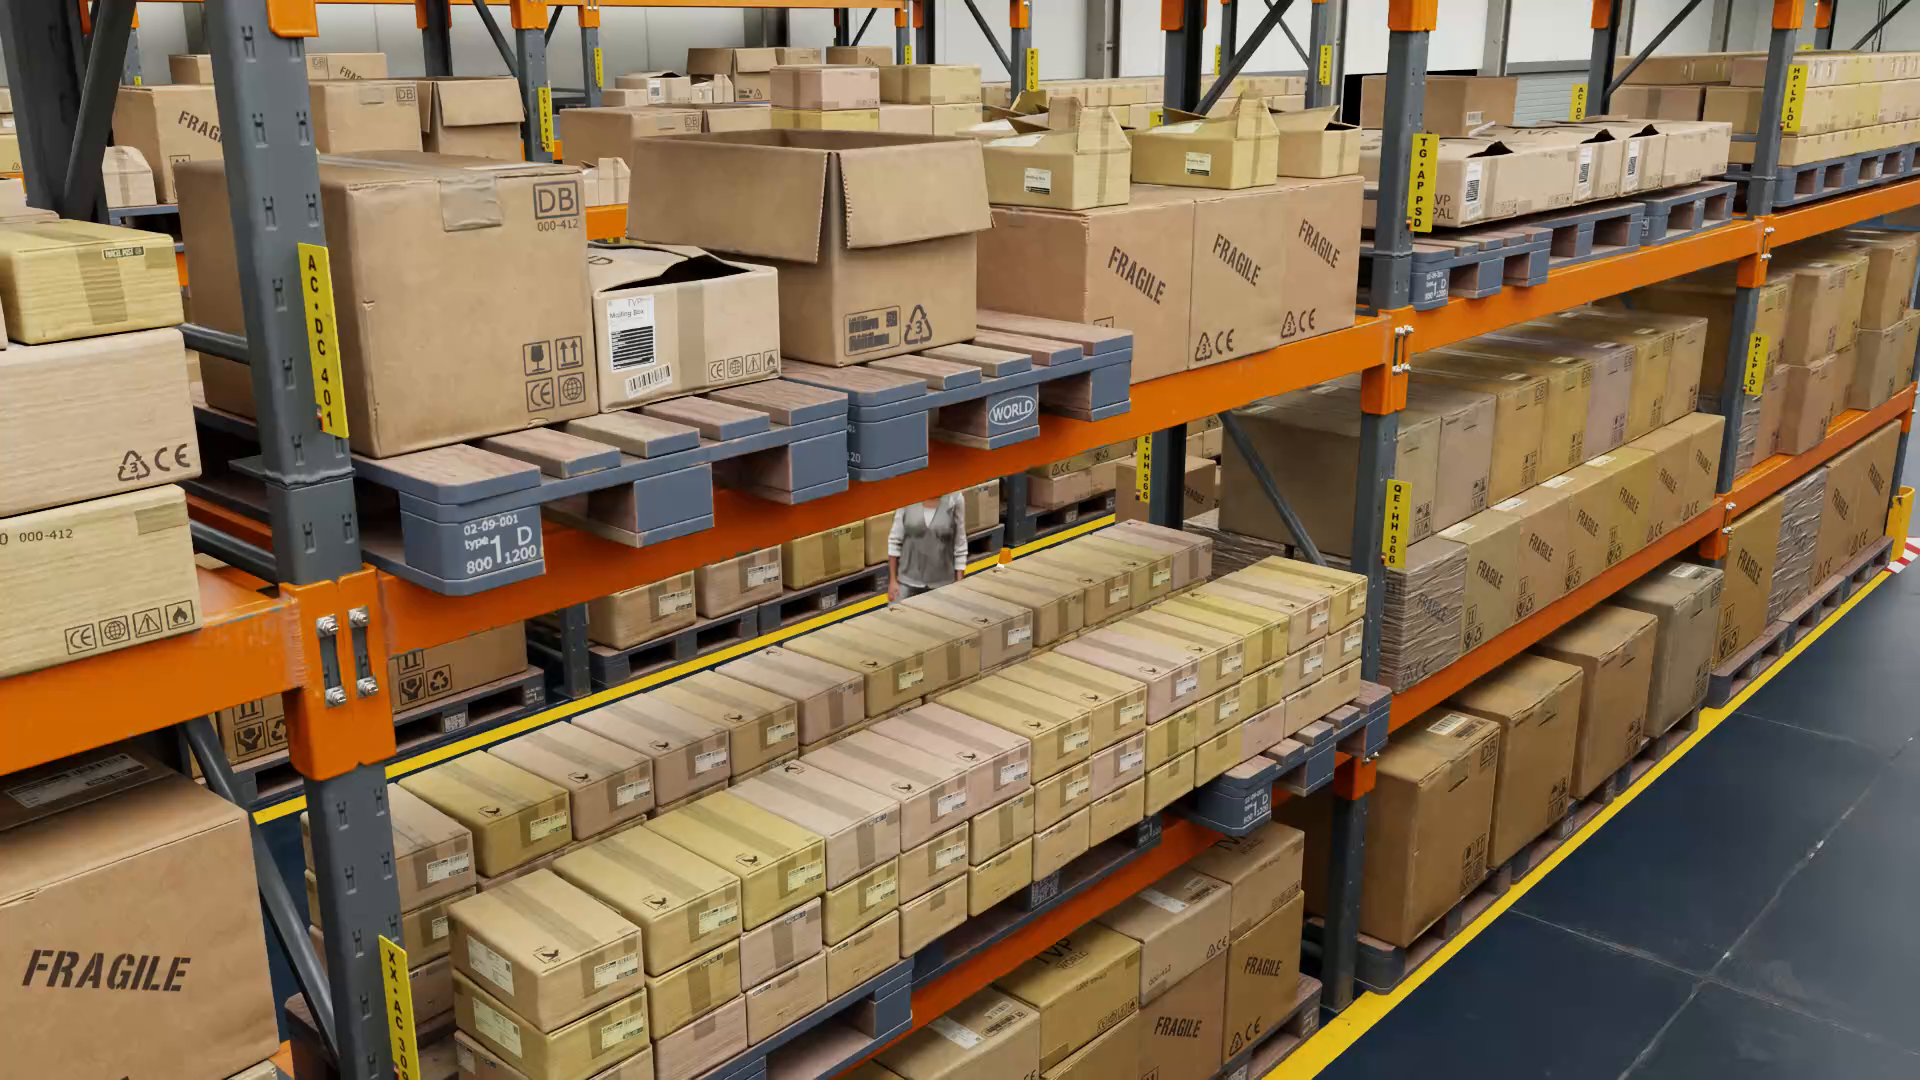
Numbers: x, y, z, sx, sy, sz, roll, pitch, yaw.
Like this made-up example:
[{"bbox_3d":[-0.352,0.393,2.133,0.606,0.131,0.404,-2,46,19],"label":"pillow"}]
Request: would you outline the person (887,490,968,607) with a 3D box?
[{"bbox_3d":[-0.206,0.272,9.169,0.476,1.590,0.372,0,17,1],"label":"person"}]
